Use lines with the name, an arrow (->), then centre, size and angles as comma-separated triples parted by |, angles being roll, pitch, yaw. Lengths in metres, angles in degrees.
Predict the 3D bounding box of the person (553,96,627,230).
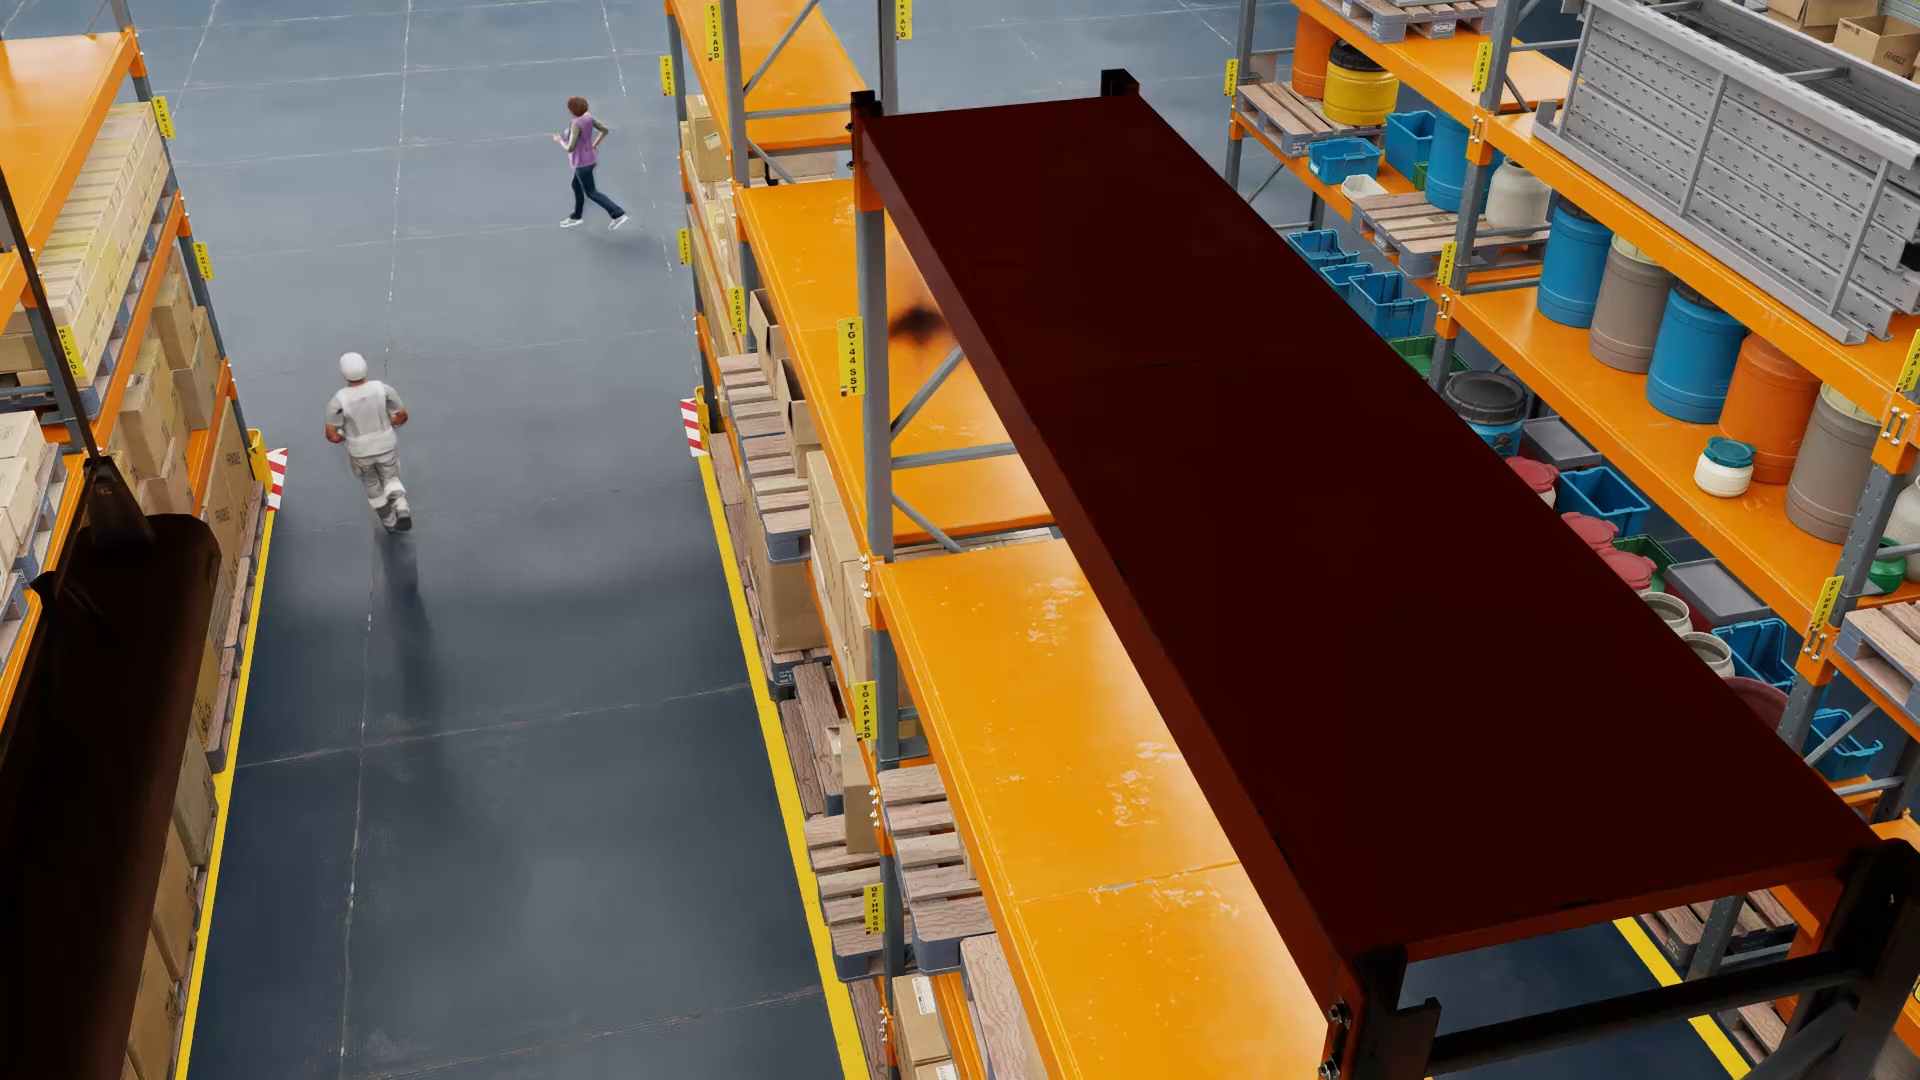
person -> -4.244, -4.256, 18.865 | 0.879, 1.581, 0.530 | 6, 35, 8

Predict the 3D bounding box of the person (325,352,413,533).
person -> -4.824, -0.740, 13.633 | 0.653, 1.749, 0.734 | -17, 38, -23
